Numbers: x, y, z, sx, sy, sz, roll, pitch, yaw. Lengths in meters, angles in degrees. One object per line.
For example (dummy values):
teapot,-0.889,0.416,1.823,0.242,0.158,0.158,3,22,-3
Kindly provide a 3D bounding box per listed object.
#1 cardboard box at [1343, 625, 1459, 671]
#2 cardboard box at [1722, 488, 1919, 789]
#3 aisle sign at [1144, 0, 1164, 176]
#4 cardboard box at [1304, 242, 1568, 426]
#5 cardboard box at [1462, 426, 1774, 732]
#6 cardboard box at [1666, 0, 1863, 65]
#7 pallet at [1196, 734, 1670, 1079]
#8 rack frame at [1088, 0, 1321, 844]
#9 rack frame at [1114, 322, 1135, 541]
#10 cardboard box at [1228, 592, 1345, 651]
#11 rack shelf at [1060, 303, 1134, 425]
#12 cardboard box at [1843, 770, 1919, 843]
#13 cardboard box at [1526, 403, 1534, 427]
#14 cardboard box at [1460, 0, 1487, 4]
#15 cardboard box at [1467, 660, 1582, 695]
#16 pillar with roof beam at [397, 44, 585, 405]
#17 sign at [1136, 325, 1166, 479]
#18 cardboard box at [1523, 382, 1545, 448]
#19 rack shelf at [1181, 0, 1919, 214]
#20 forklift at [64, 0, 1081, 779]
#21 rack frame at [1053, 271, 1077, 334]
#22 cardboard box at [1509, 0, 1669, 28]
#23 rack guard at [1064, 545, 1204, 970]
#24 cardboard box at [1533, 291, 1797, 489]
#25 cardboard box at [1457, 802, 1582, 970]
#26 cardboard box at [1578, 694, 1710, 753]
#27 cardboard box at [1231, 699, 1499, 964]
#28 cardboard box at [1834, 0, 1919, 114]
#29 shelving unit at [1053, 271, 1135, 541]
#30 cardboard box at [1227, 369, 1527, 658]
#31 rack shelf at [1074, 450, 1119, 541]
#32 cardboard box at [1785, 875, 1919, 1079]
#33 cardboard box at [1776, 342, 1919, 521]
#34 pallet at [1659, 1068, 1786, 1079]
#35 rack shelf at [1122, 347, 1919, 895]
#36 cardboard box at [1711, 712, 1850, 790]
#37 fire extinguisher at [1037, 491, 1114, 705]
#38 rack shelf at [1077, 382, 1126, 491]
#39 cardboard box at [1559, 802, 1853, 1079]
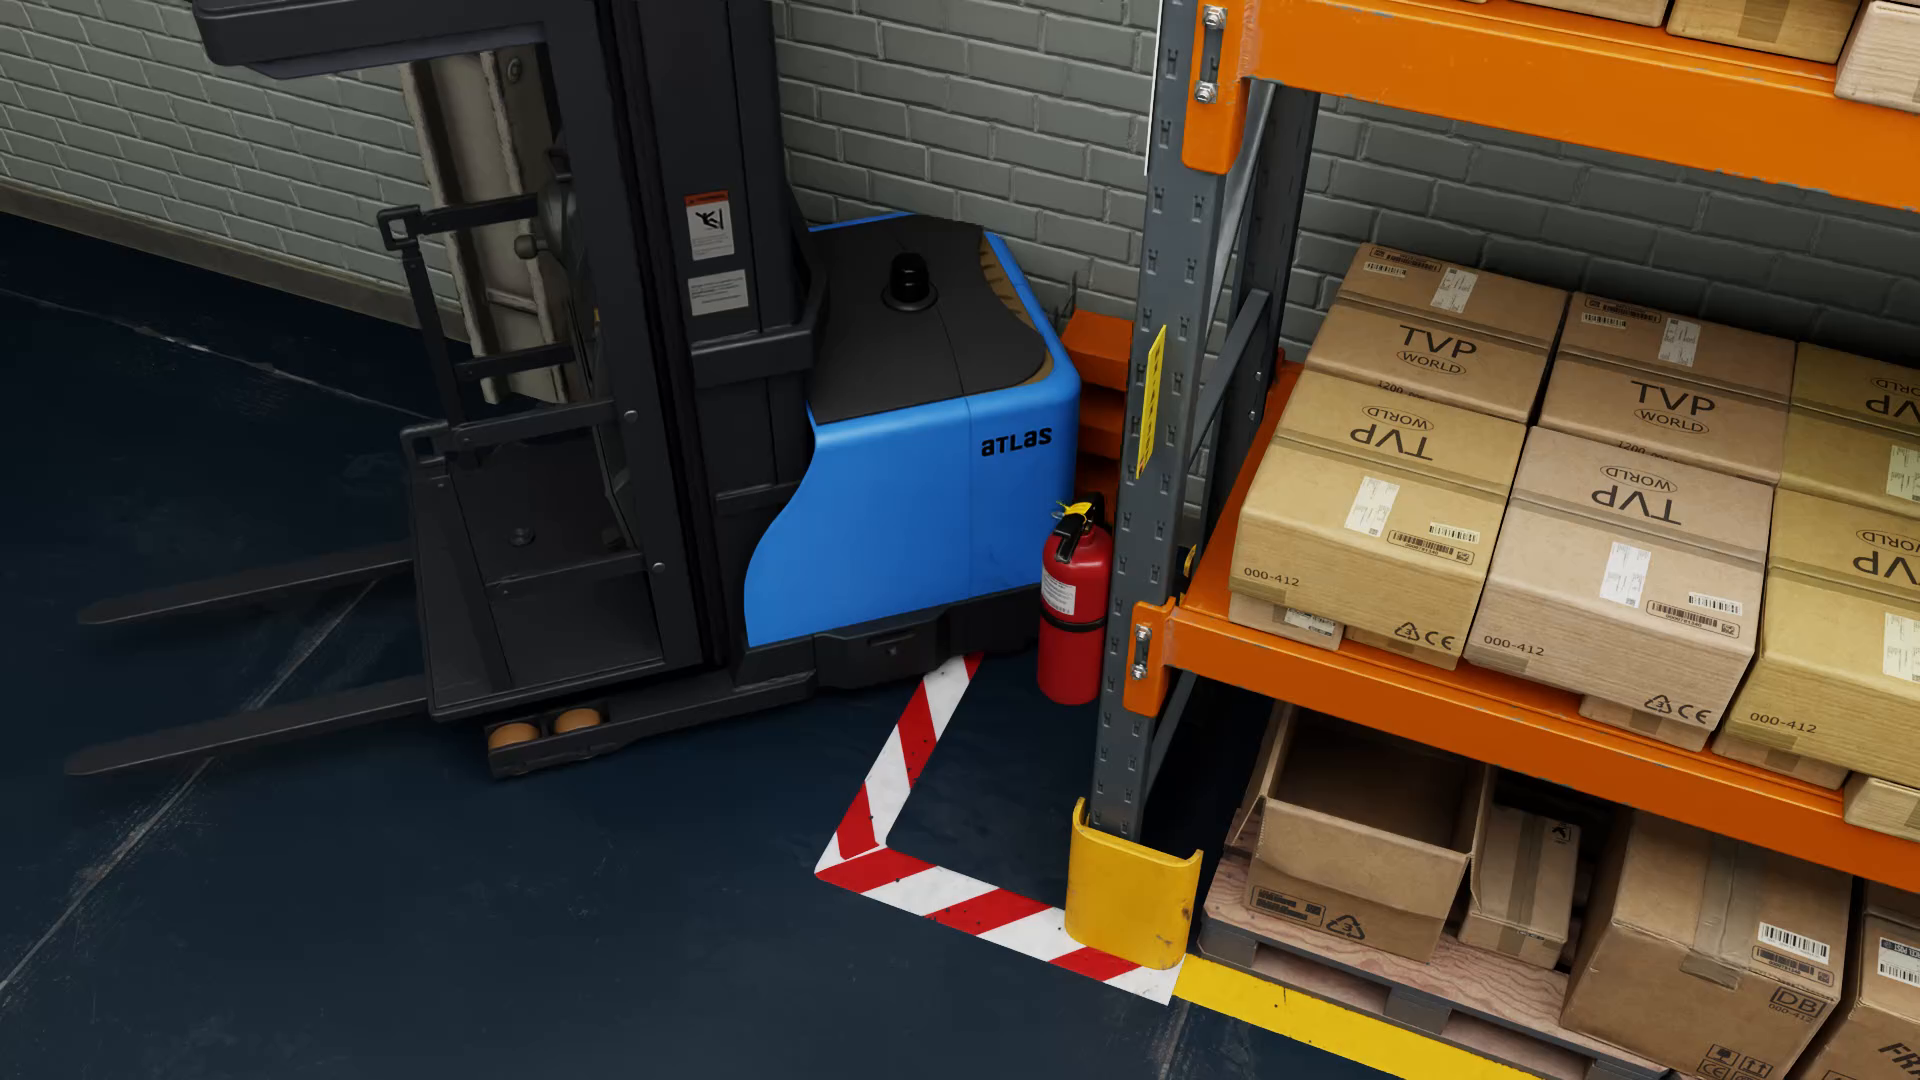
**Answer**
cardboard box,1.036,0.080,3.721,0.250,0.149,0.380,17,47,17
cardboard box,1.835,0.203,3.315,0.500,0.250,0.500,16,47,15
aisle sign,0.410,-1.065,2.850,0.004,0.787,0.394,16,47,16
cardboard box,1.113,-0.416,3.937,0.500,0.250,0.500,18,48,17
cardboard box,1.366,0.067,3.451,0.500,0.250,0.500,17,47,16
cardboard box,1.273,-0.917,2.597,0.250,0.149,0.380,17,47,16
pallet,1.392,0.909,4.687,1.213,0.211,1.003,16,47,16
rack frame,0.586,-0.316,3.941,0.127,3.000,1.000,16,47,16
rack frame,0.548,-0.323,5.331,0.008,1.050,0.200,15,47,15
cardboard box,0.784,0.041,3.760,0.250,0.149,0.380,16,47,16
rack shelf,0.434,-0.548,5.169,0.240,0.259,0.215,15,47,15
cardboard box,1.954,0.423,3.376,0.250,0.149,0.380,15,47,15
cardboard box,1.206,-0.202,4.005,0.250,0.149,0.380,18,48,17
cardboard box,0.791,-1.052,2.732,0.250,0.149,0.380,17,47,17
cardboard box,1.292,0.129,3.672,0.250,0.149,0.380,16,47,15
pillar with roof beam,-3.213,-0.959,0.334,0.400,9.000,9.100,16,47,16
sign,0.377,-0.269,3.280,0.005,0.325,0.100,16,47,16
cardboard box,1.483,-0.186,3.989,0.250,0.149,0.380,15,47,15
rack shelf,2.432,-0.581,2.591,4.000,0.370,1.077,16,47,16
forklift,-1.215,-0.746,4.422,3.031,2.935,1.130,-12,46,-12
rack frame,0.320,-0.385,5.392,0.008,1.050,0.200,15,47,15
cardboard box,1.043,-0.998,2.678,0.250,0.149,0.380,17,47,17
rack guard,0.656,0.591,4.802,0.348,0.500,1.175,16,47,16
cardboard box,1.588,-0.275,3.795,0.500,0.250,0.500,17,47,16
cardboard box,1.491,0.915,4.428,0.250,0.149,0.380,15,47,14
cardboard box,1.502,0.237,3.563,0.250,0.149,0.380,18,48,17
cardboard box,1.114,0.648,4.444,0.637,0.503,0.797,15,47,14
cardboard box,1.463,-0.782,2.461,0.250,0.149,0.380,17,47,17
shelving unit,0.434,-0.354,5.362,0.252,1.050,0.215,15,47,15
cardboard box,0.901,-0.069,3.588,0.500,0.250,0.500,17,47,16
rack shelf,0.434,-0.150,5.565,0.240,0.259,0.215,15,47,15
cardboard box,2.337,1.115,3.977,0.500,0.500,0.500,17,47,17
cardboard box,2.043,-0.137,3.657,0.500,0.250,0.500,18,48,17
pallet,2.514,1.242,4.353,1.213,0.211,1.003,16,47,16
rack shelf,2.432,0.482,3.649,4.000,0.370,1.077,16,47,16
cardboard box,1.749,0.306,3.494,0.250,0.149,0.380,17,47,16
fire extinguisher,0.272,0.105,3.837,0.183,0.674,0.296,16,47,16
rack shelf,0.434,-0.347,5.369,0.240,0.259,0.215,15,47,15
cardboard box,1.888,0.907,4.186,0.500,0.500,0.700,18,48,17
